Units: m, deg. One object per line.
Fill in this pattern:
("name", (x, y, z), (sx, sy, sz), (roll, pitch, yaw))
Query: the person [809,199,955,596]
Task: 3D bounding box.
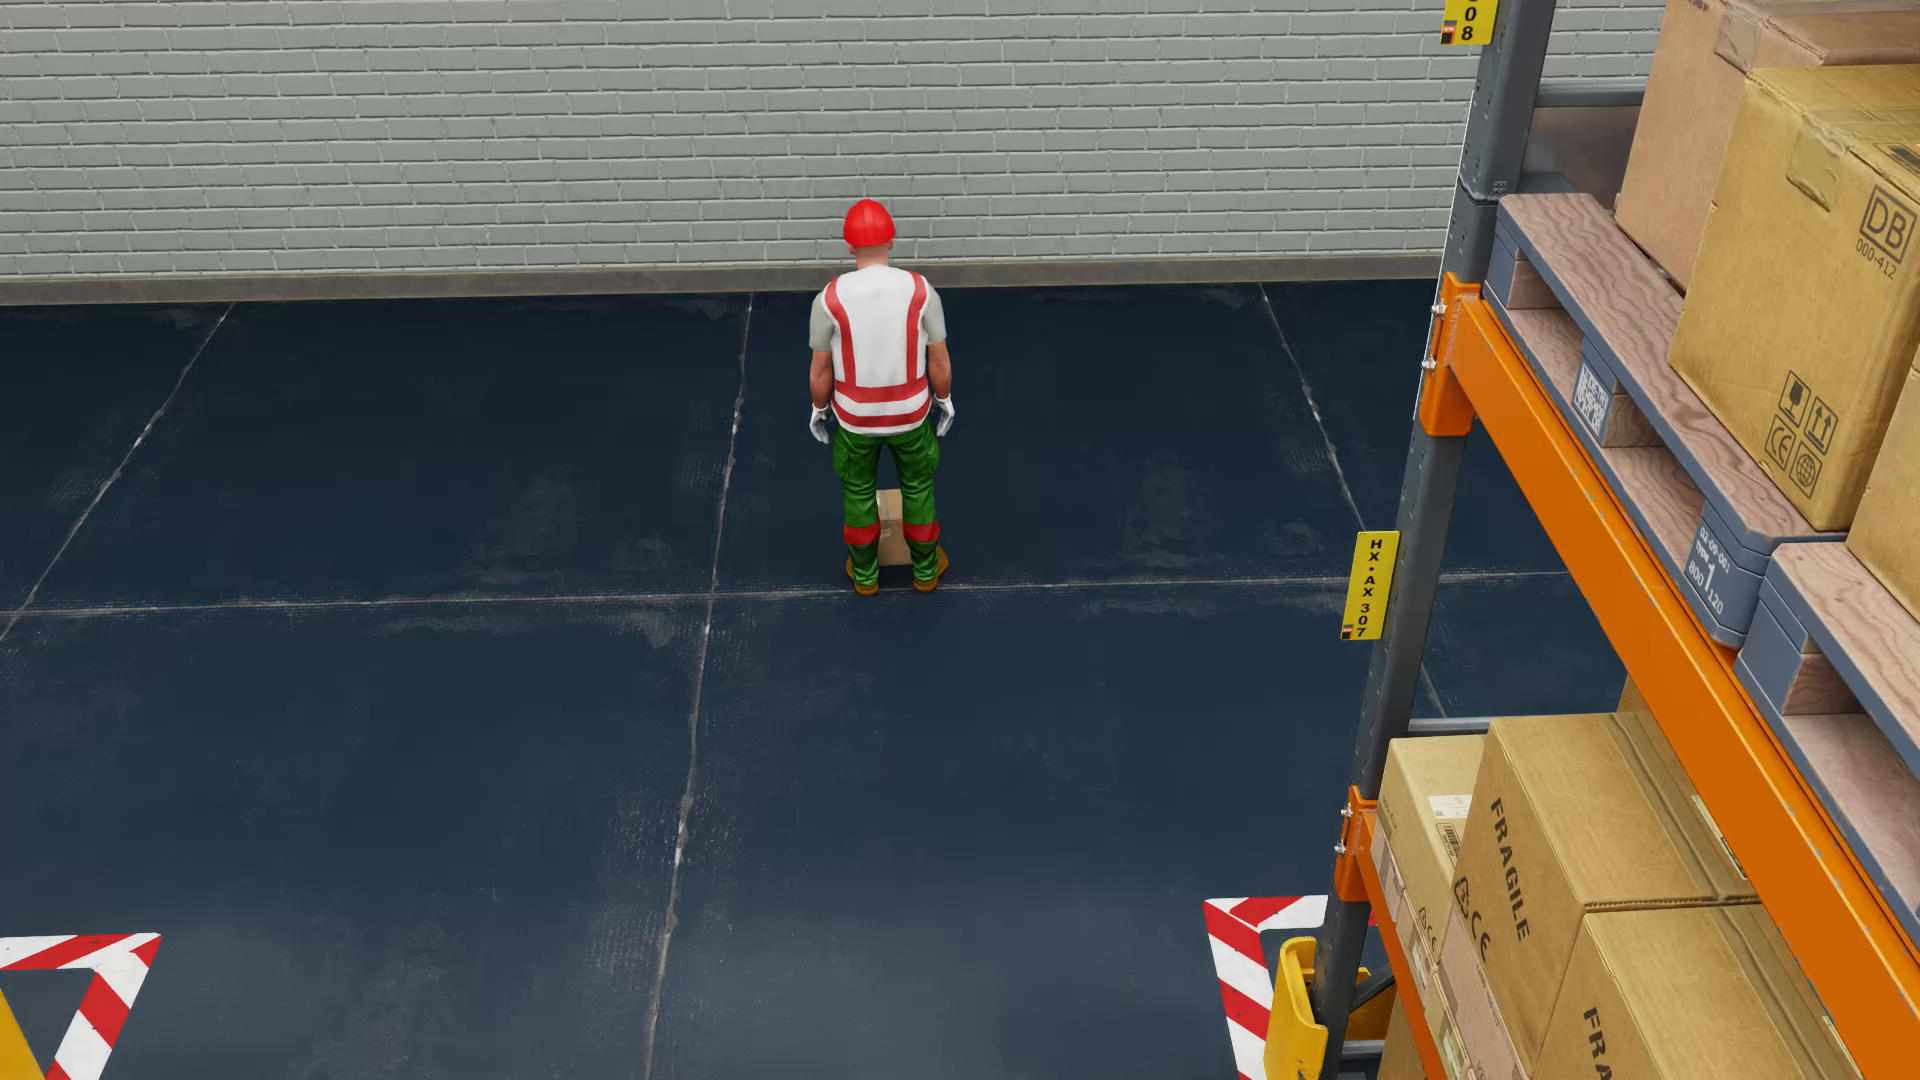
("person", (-0.325, -0.552, 6.925), (0.608, 1.777, 0.454), (-3, 35, -4))
